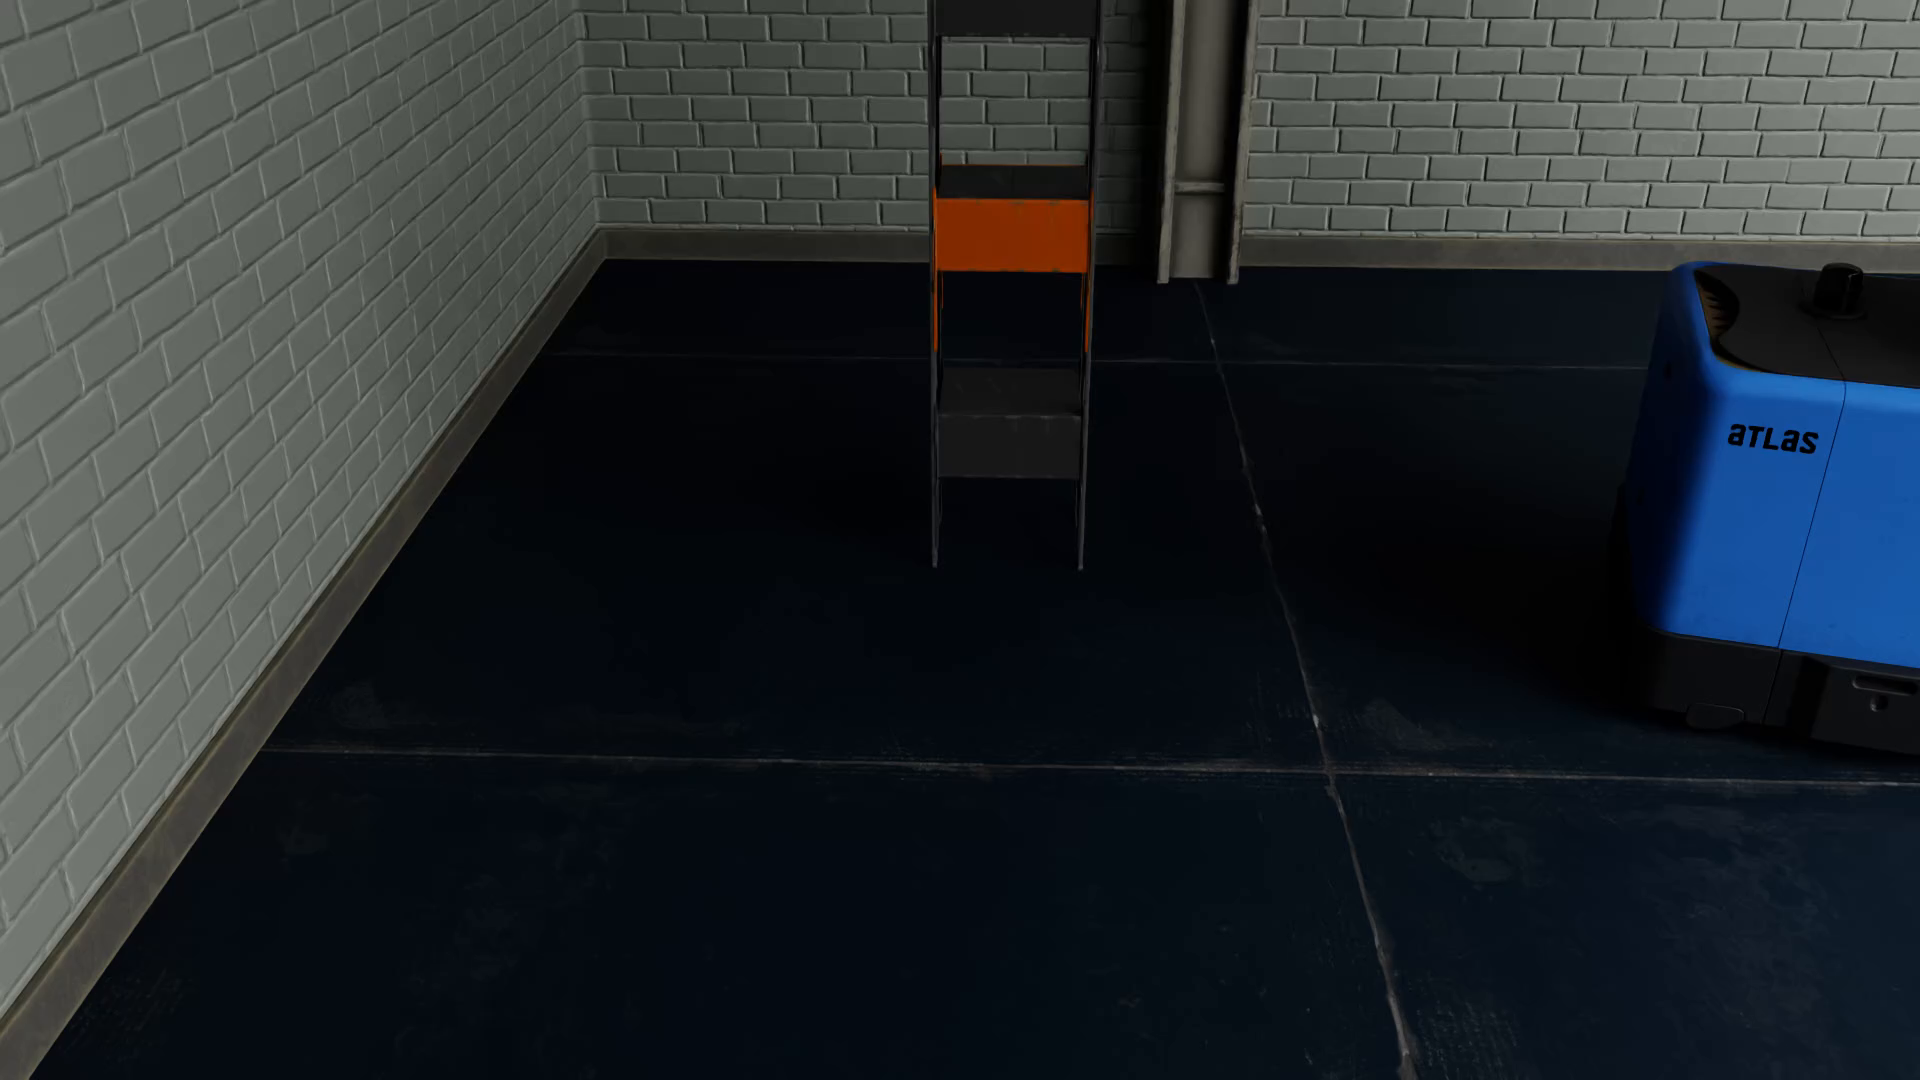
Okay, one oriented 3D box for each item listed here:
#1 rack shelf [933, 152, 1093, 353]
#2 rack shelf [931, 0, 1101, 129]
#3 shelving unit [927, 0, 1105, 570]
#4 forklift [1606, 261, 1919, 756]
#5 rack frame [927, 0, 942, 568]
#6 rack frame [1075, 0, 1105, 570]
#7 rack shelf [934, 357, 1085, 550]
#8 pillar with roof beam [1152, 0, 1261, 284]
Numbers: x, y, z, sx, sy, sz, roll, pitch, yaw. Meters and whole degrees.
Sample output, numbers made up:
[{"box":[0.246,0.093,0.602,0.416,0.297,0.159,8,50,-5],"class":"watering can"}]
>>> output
[{"box":[0.165,-0.913,5.259,0.480,0.518,0.431,1,28,2],"class":"rack shelf"},{"box":[0.165,-1.531,4.932,0.480,0.518,0.431,1,28,2],"class":"rack shelf"},{"box":[0.165,-0.925,5.253,0.503,2.100,0.431,1,28,2],"class":"shelving unit"},{"box":[3.470,-0.795,4.121,3.031,2.935,1.130,8,29,15],"class":"forklift"},{"box":[-0.078,-0.929,5.261,0.015,2.100,0.400,1,28,2],"class":"rack frame"},{"box":[0.409,-0.921,5.245,0.015,2.100,0.400,1,28,2],"class":"rack frame"},{"box":[0.165,-0.294,5.587,0.480,0.518,0.431,1,28,2],"class":"rack shelf"},{"box":[1.010,-3.284,2.337,0.400,9.000,9.100,1,28,2],"class":"pillar with roof beam"}]
